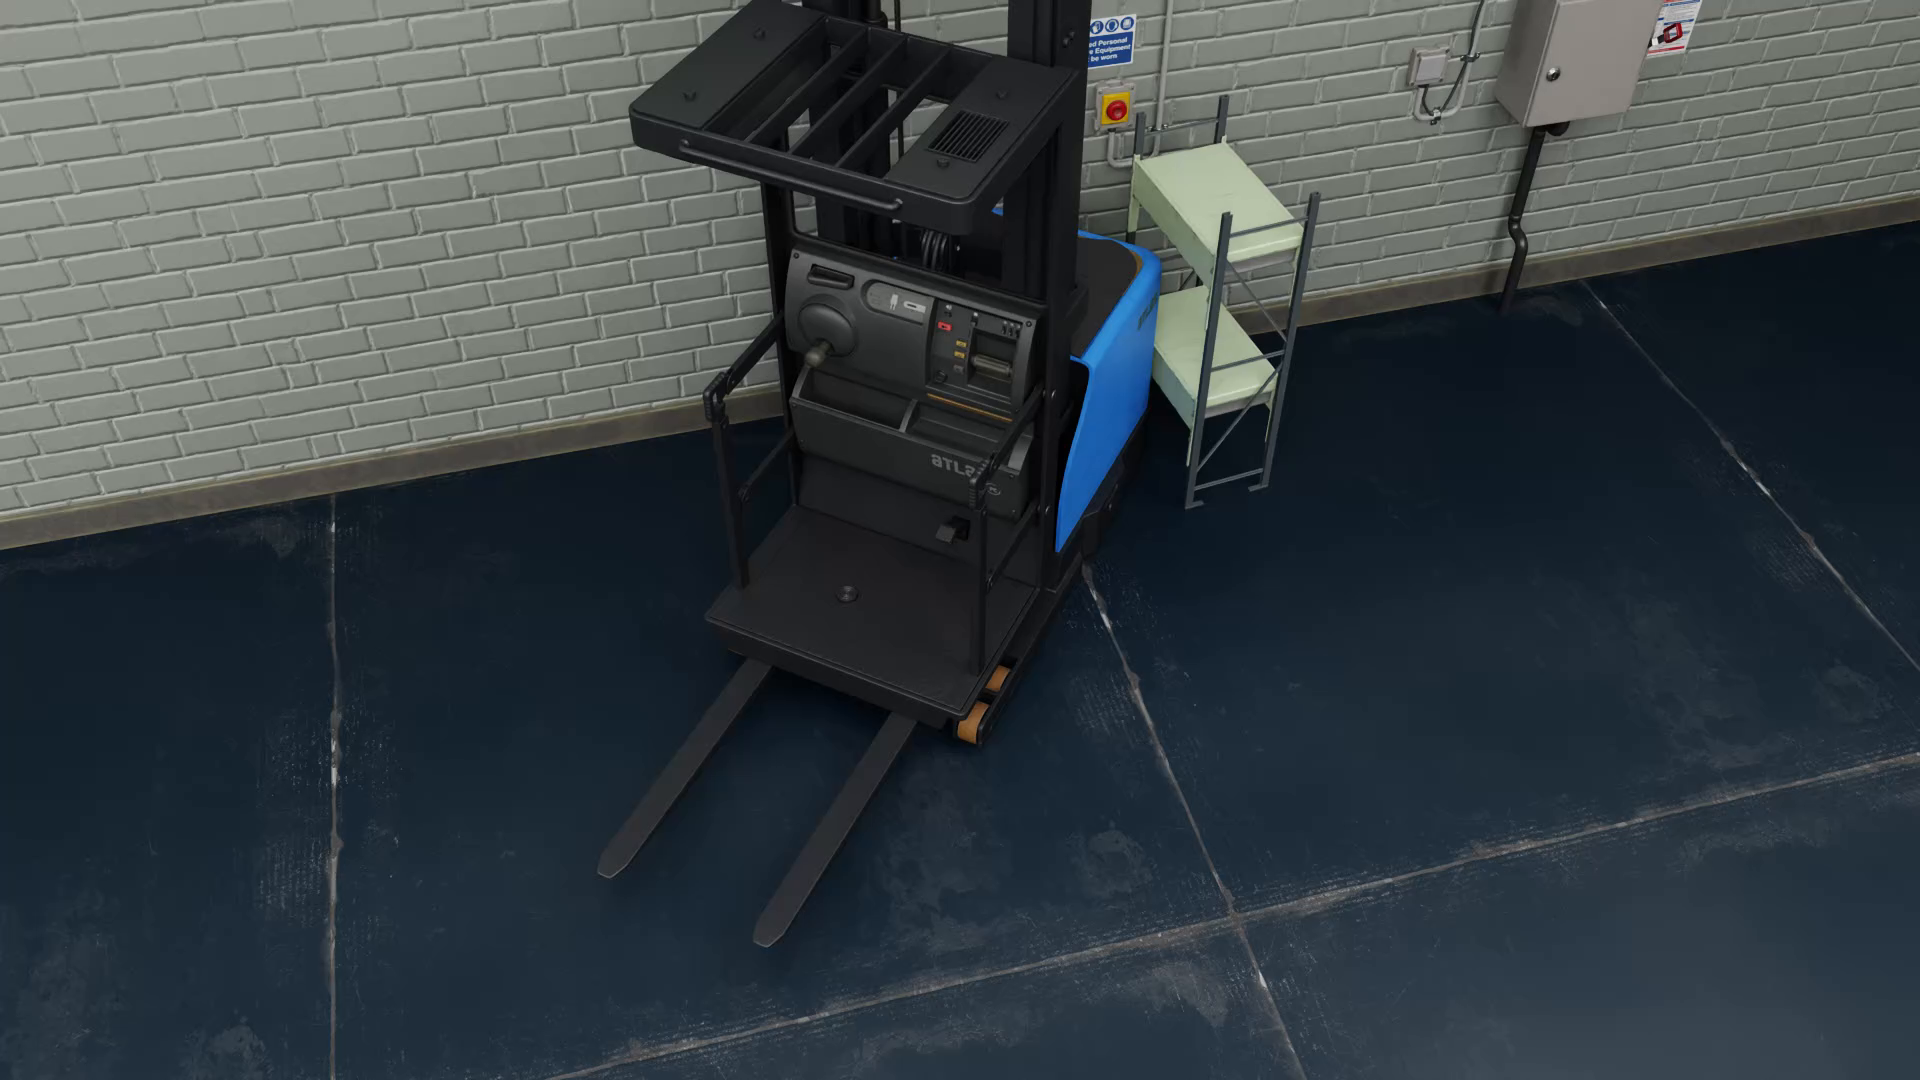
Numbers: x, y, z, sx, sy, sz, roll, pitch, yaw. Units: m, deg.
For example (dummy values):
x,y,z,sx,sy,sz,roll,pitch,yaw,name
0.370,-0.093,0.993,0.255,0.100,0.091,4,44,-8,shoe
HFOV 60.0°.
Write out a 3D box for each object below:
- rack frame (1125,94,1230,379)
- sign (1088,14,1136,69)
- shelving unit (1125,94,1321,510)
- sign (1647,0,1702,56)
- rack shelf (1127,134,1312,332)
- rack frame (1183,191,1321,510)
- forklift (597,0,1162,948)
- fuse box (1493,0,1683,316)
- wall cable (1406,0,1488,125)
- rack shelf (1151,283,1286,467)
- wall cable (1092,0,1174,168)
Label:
x,y,z,sx,sy,sz,roll,pitch,yaw,name
0.885,-1.200,7.127,0.400,1.500,0.023,-15,48,-14,rack frame
0.544,-1.986,6.658,0.327,0.218,0.001,-11,47,-10,sign
1.016,-0.956,6.888,0.431,1.500,0.755,-15,48,-14,shelving unit
3.098,-2.341,7.262,0.329,0.494,0.001,-11,47,-10,sign
1.016,-1.229,6.609,0.431,0.370,0.720,-15,48,-14,rack shelf
1.147,-0.712,6.648,0.400,1.500,0.023,-15,48,-14,rack frame
-0.270,-0.624,5.560,1.130,2.935,3.031,19,49,18,forklift
2.674,-1.690,7.459,0.539,1.711,0.414,-11,47,-10,fuse box
1.974,-2.481,6.621,0.588,1.984,0.122,-11,47,-10,wall cable
1.016,-0.728,7.121,0.431,0.370,0.720,-15,48,-14,rack shelf
0.606,-2.225,6.347,0.585,1.953,0.123,-11,47,-10,wall cable
